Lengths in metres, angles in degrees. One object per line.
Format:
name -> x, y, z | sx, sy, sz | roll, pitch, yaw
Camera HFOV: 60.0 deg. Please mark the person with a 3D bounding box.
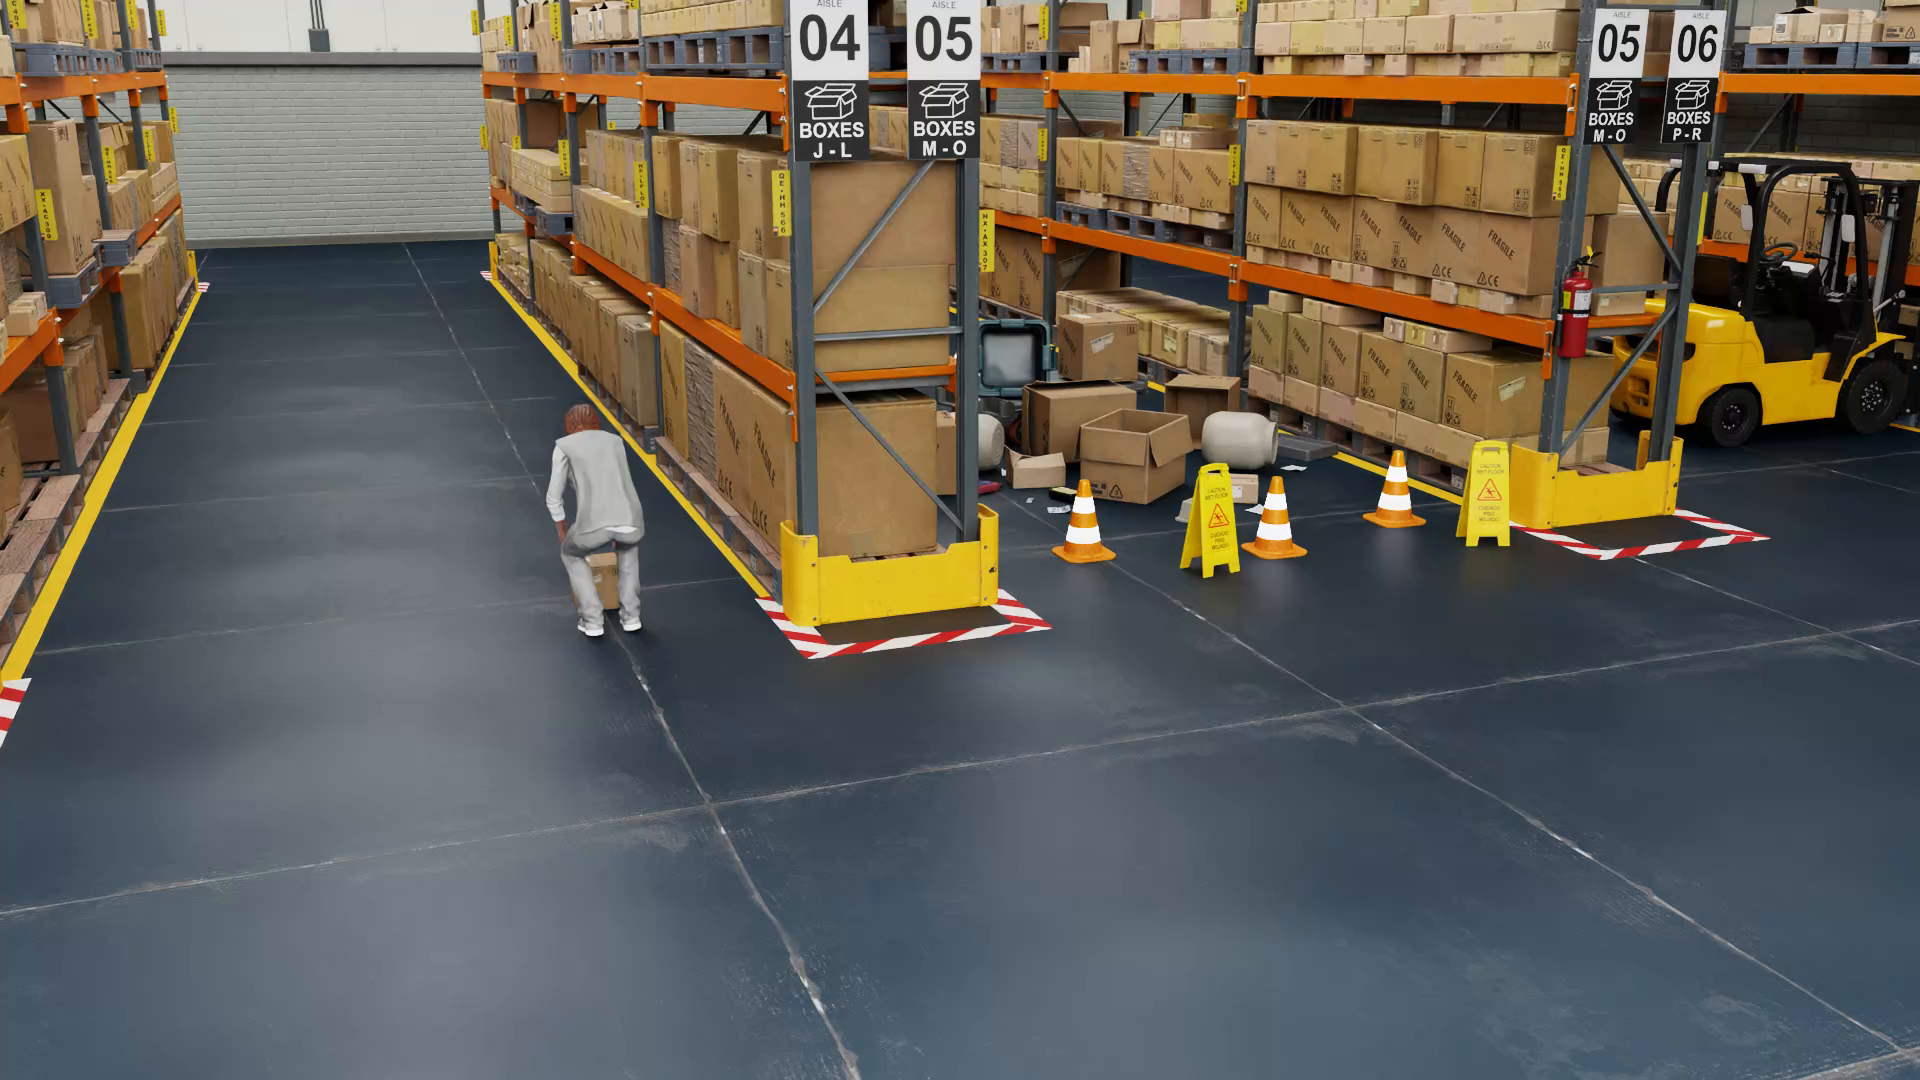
person -> -1.899, -0.085, 8.685 | 0.461, 1.143, 0.725 | -6, 17, -20
